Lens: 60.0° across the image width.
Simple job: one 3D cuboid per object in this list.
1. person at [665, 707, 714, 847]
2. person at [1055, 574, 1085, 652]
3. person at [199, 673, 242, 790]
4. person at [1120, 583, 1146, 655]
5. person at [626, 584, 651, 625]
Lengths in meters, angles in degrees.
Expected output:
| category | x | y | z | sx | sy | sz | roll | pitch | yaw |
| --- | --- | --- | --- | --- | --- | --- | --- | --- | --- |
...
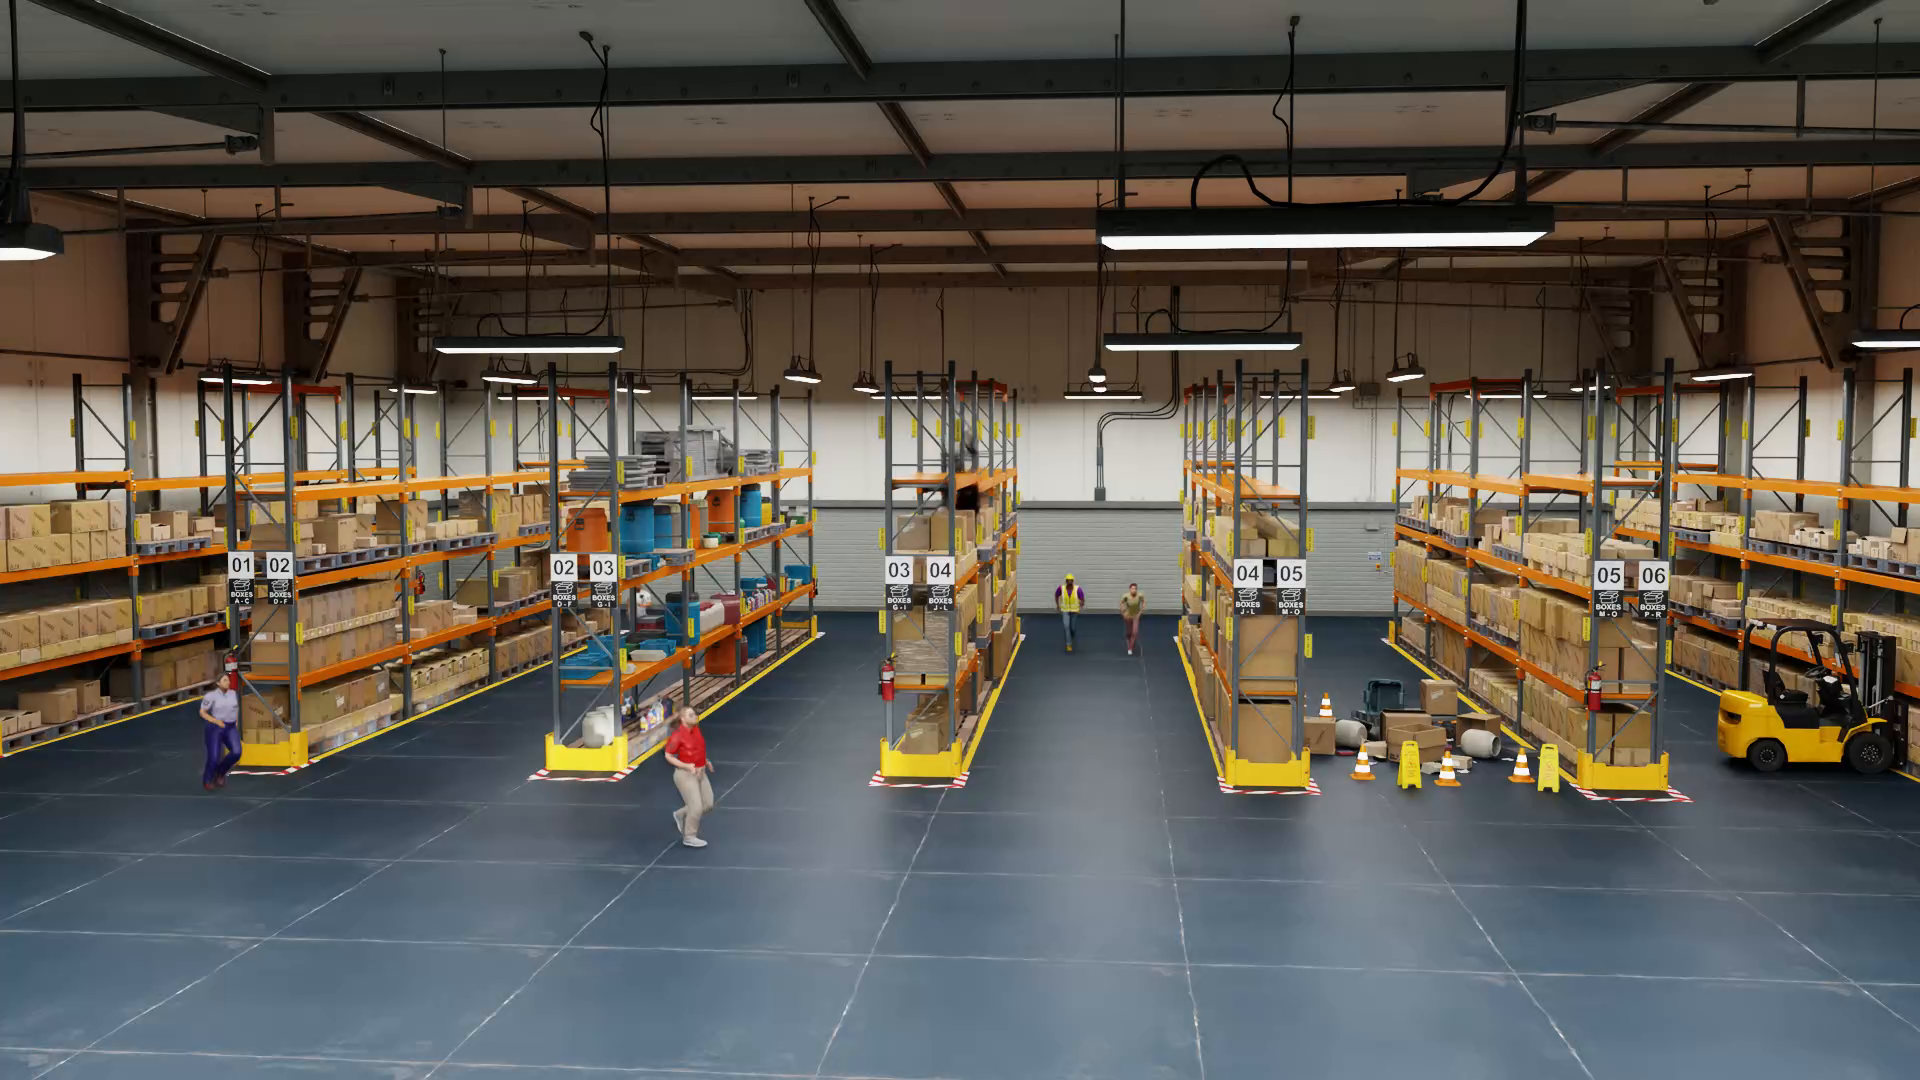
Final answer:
| category | x | y | z | sx | sy | sz | roll | pitch | yaw |
| --- | --- | --- | --- | --- | --- | --- | --- | --- | --- |
| person | -3.259 | 2.843 | 20.052 | 0.606 | 1.673 | 0.661 | 2 | 4 | 29 |
| person | 2.503 | 1.638 | 38.002 | 0.679 | 1.753 | 0.917 | 0 | 4 | 1 |
| person | -10.284 | 2.668 | 23.248 | 0.510 | 1.608 | 0.622 | 3 | 5 | 38 |
| person | 3.891 | 1.758 | 37.543 | 0.580 | 1.619 | 0.842 | 0 | 4 | -3 |
| person | -7.156 | 1.730 | 37.046 | 0.580 | 1.703 | 0.855 | 0 | 4 | -5 |
